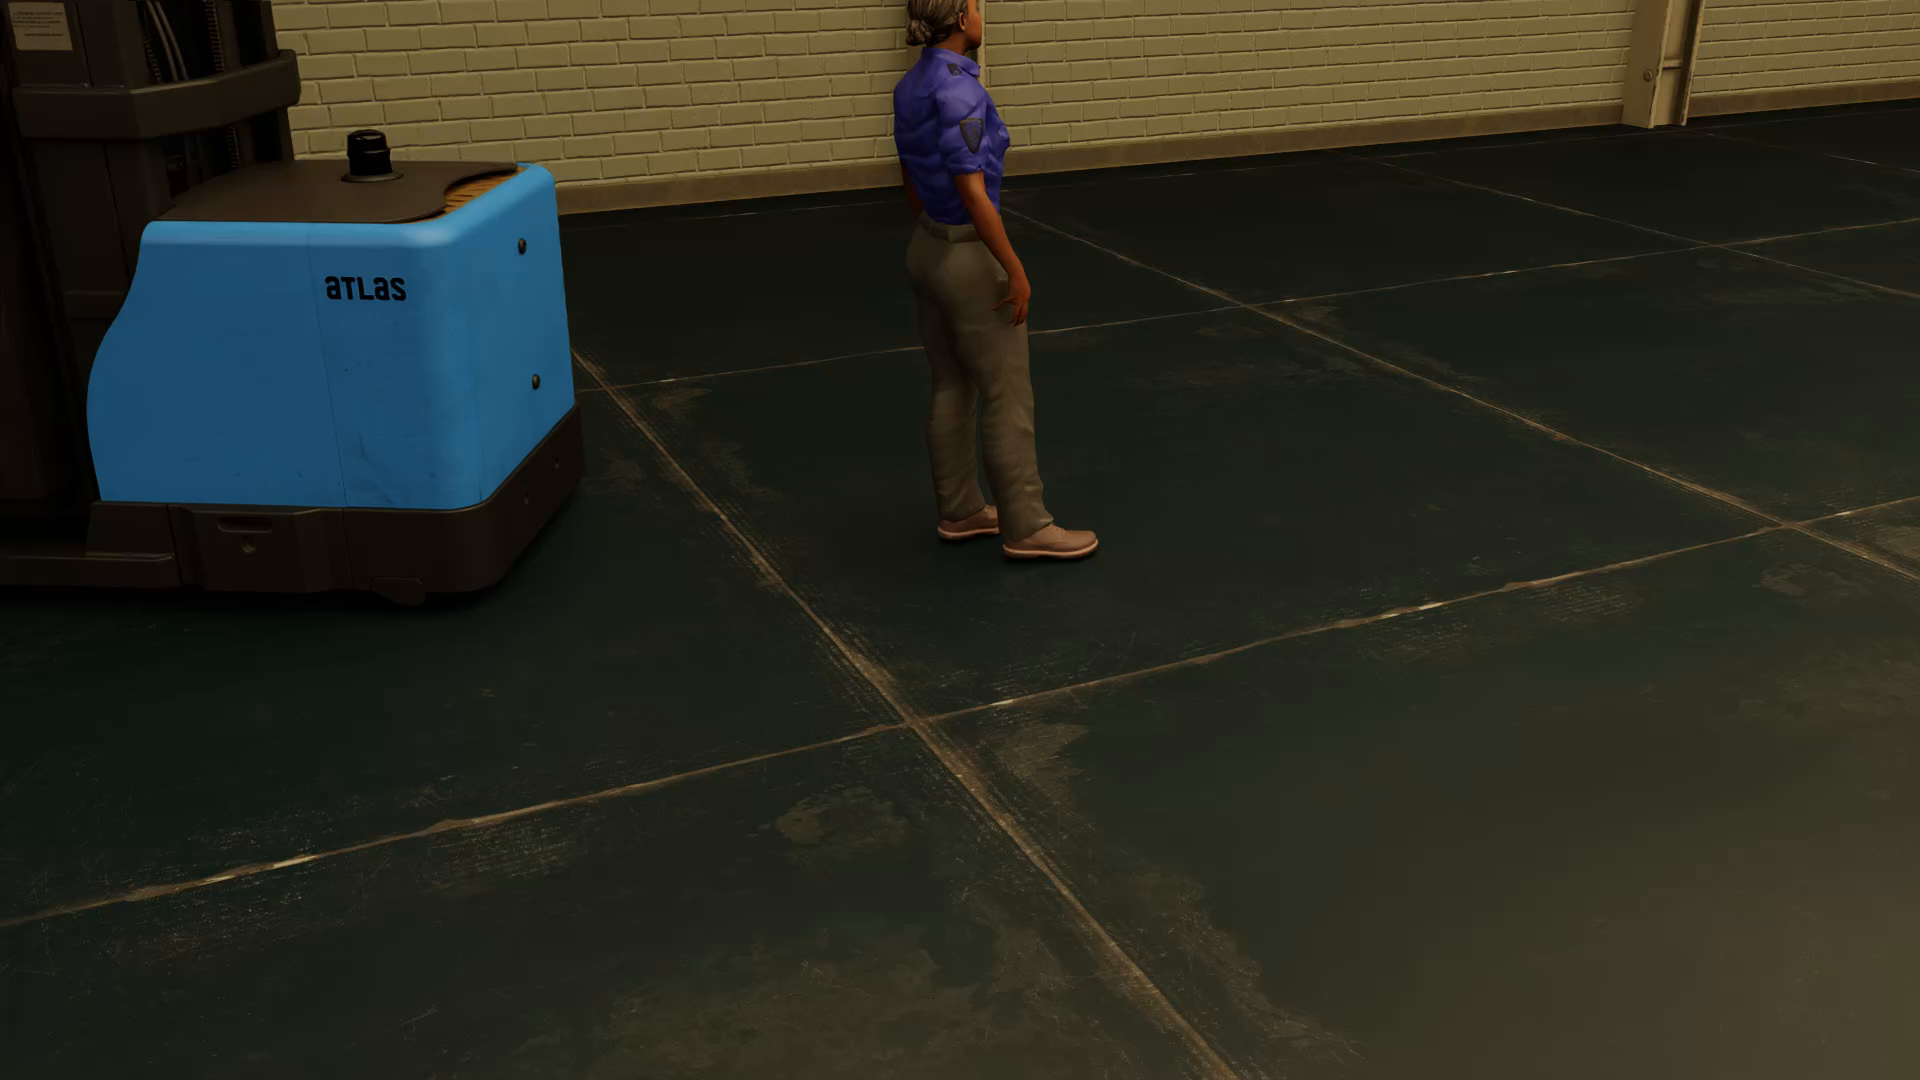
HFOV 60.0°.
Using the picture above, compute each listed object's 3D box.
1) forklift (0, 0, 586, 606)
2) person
[{"bbox_3d":[-2.766,-1.381,4.609,3.031,2.935,1.130,2,23,4],"label":"forklift"},{"bbox_3d":[0.088,-0.778,4.804,0.503,1.656,0.569,-10,25,-23],"label":"person"}]
